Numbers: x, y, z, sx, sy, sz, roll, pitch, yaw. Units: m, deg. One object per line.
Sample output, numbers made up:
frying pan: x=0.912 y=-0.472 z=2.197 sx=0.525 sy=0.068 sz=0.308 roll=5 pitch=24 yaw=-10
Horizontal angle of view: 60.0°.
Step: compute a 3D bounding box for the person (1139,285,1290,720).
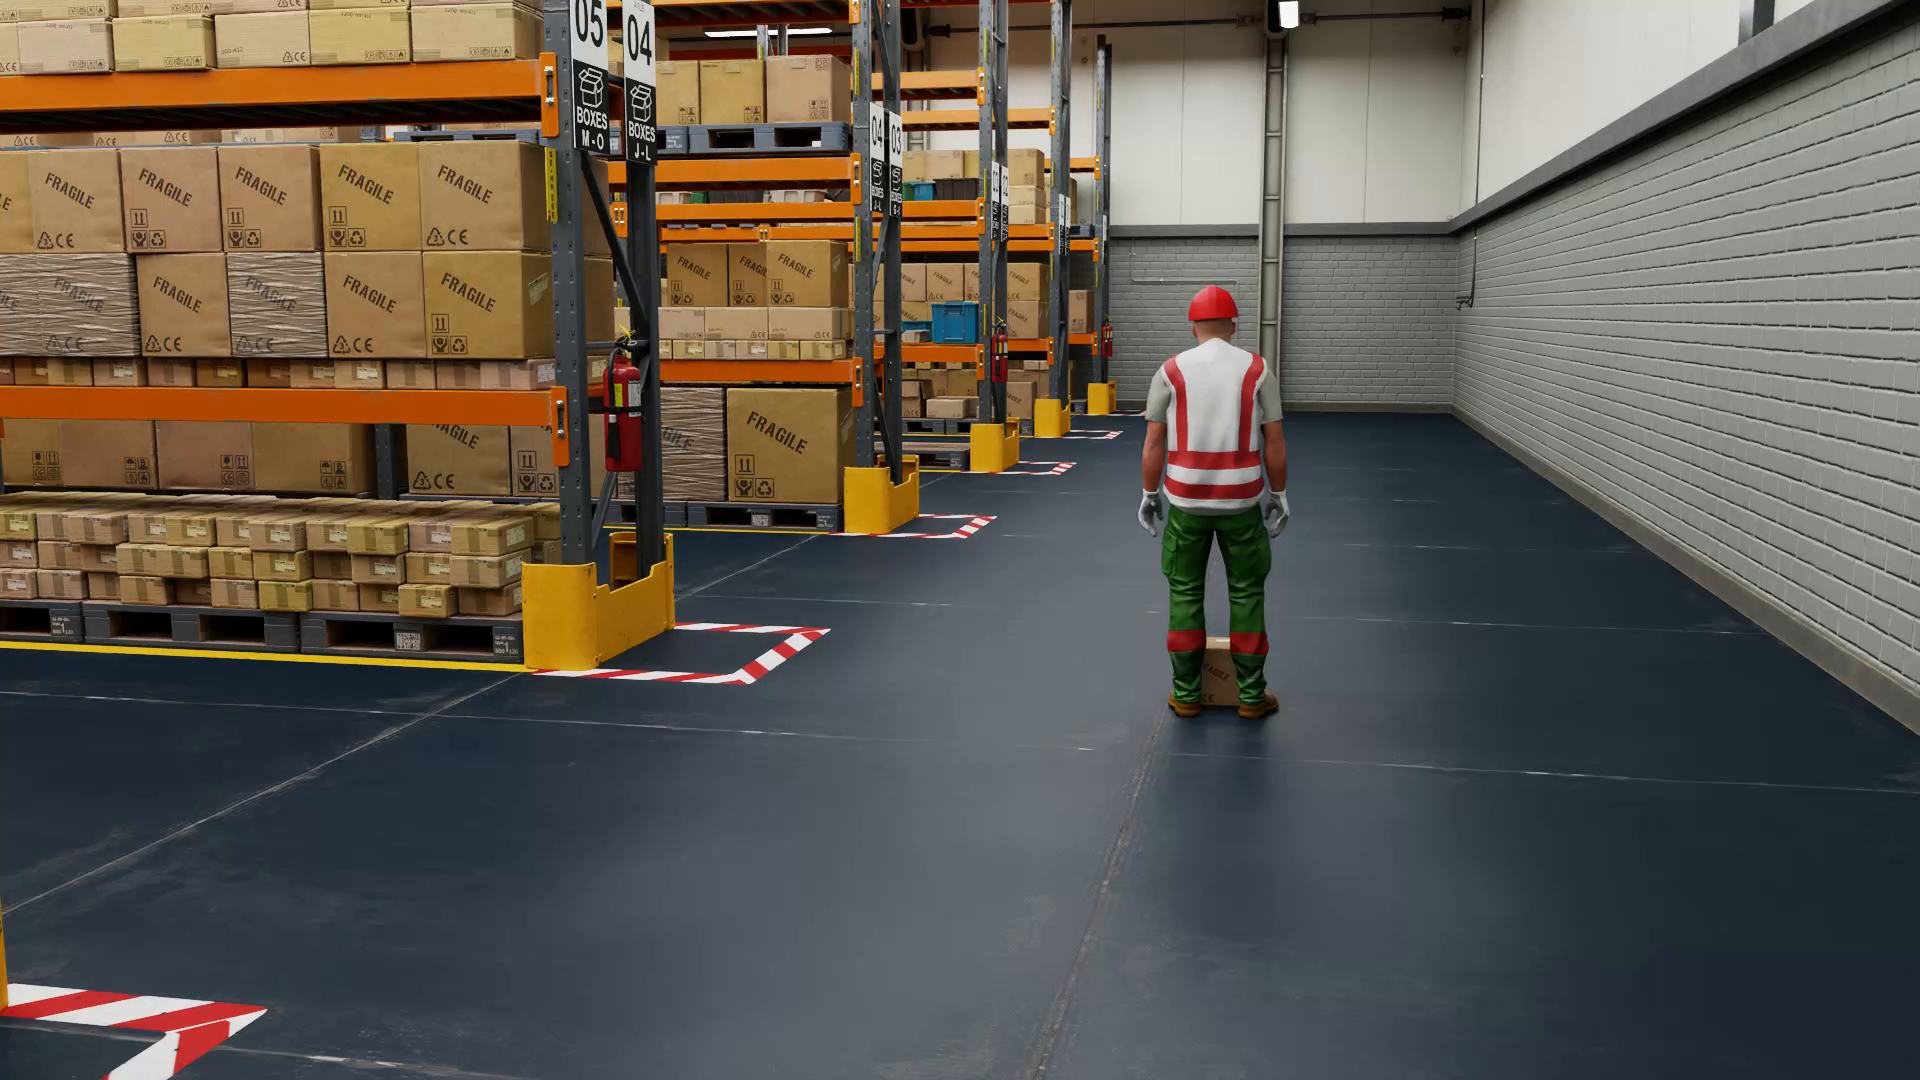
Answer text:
person: x=1.054 y=-0.158 z=6.899 sx=0.623 sy=1.780 sz=0.450 roll=1 pitch=8 yaw=9
